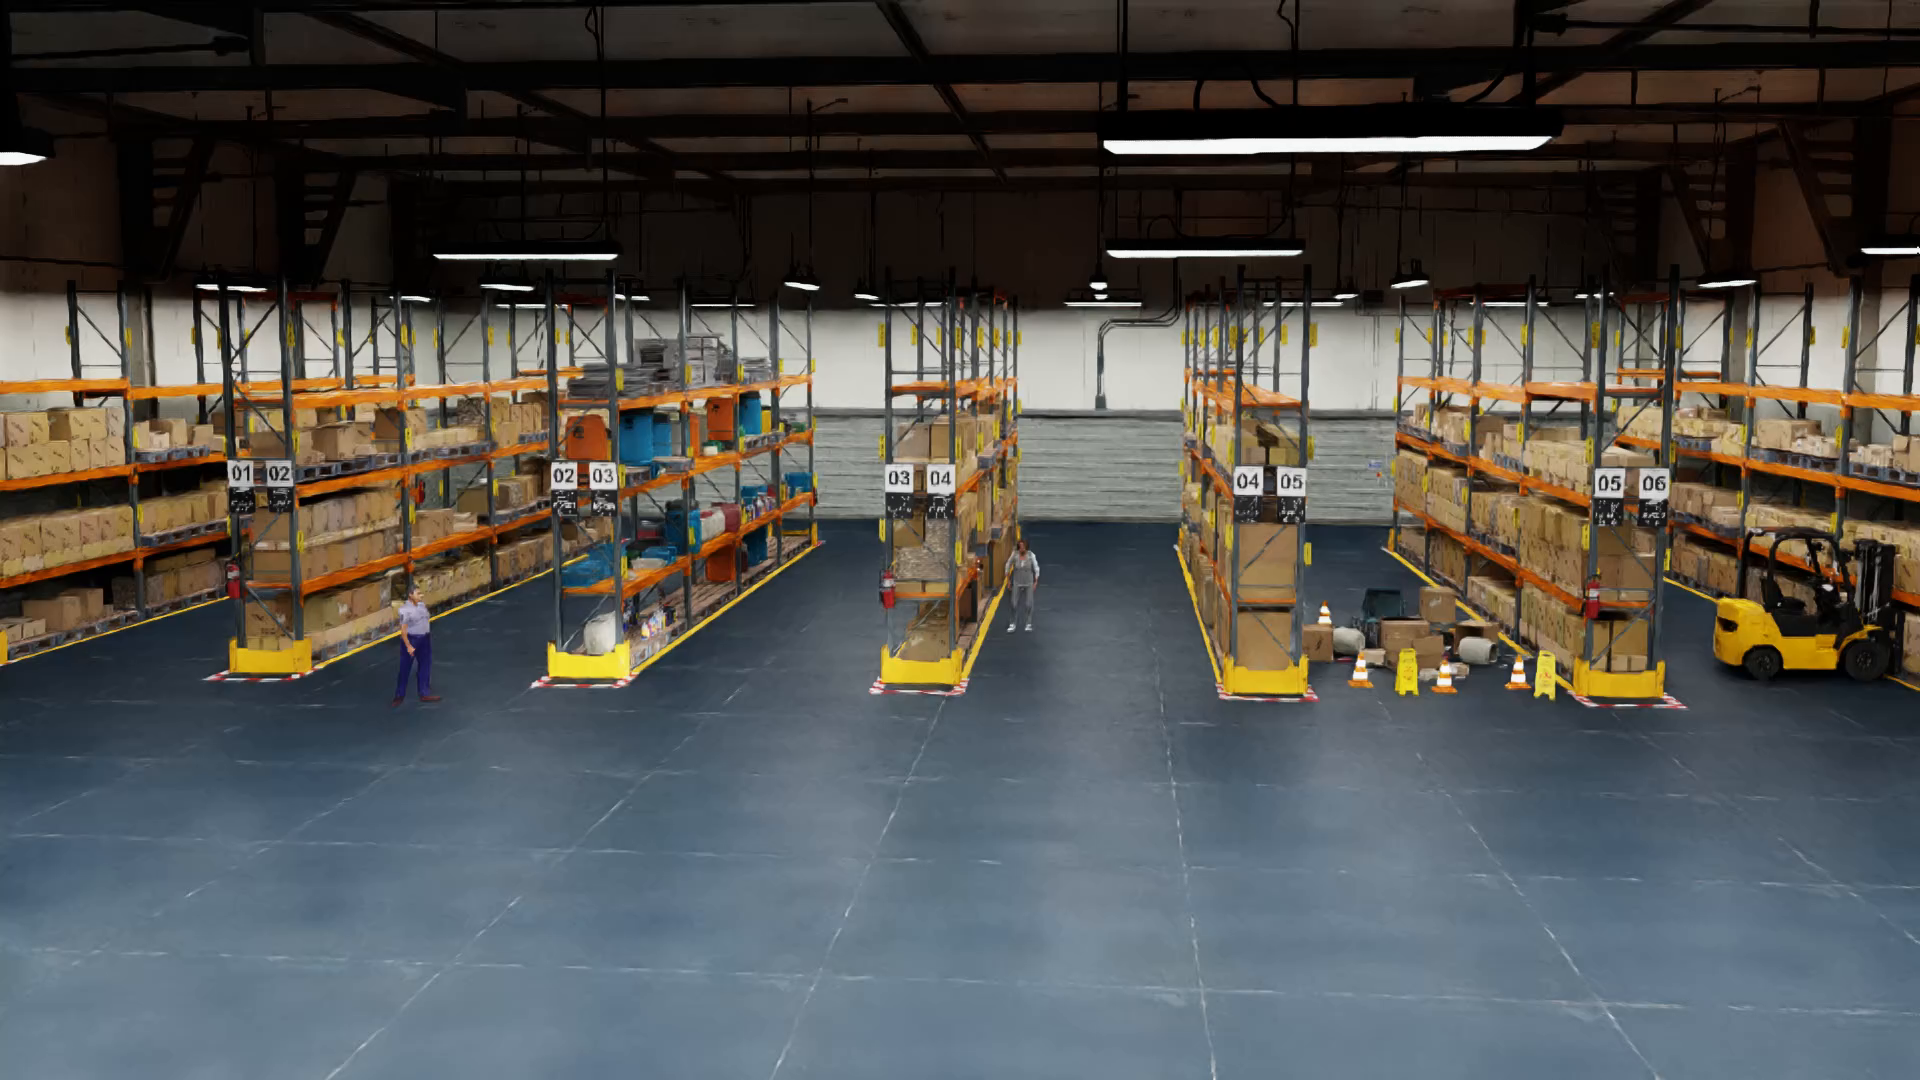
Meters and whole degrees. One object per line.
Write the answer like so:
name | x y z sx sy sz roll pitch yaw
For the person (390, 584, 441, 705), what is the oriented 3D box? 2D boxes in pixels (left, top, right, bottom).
person | -7.513 1.426 22.788 0.433 1.648 0.672 4 8 29

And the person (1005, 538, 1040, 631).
person | 0.999 0.711 26.781 0.566 1.529 0.518 0 7 2

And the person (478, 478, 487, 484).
person | -11.273 -0.652 39.615 0.734 1.697 0.856 1 7 10

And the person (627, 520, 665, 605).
person | -5.865 0.412 31.200 0.478 1.596 0.996 2 7 14
